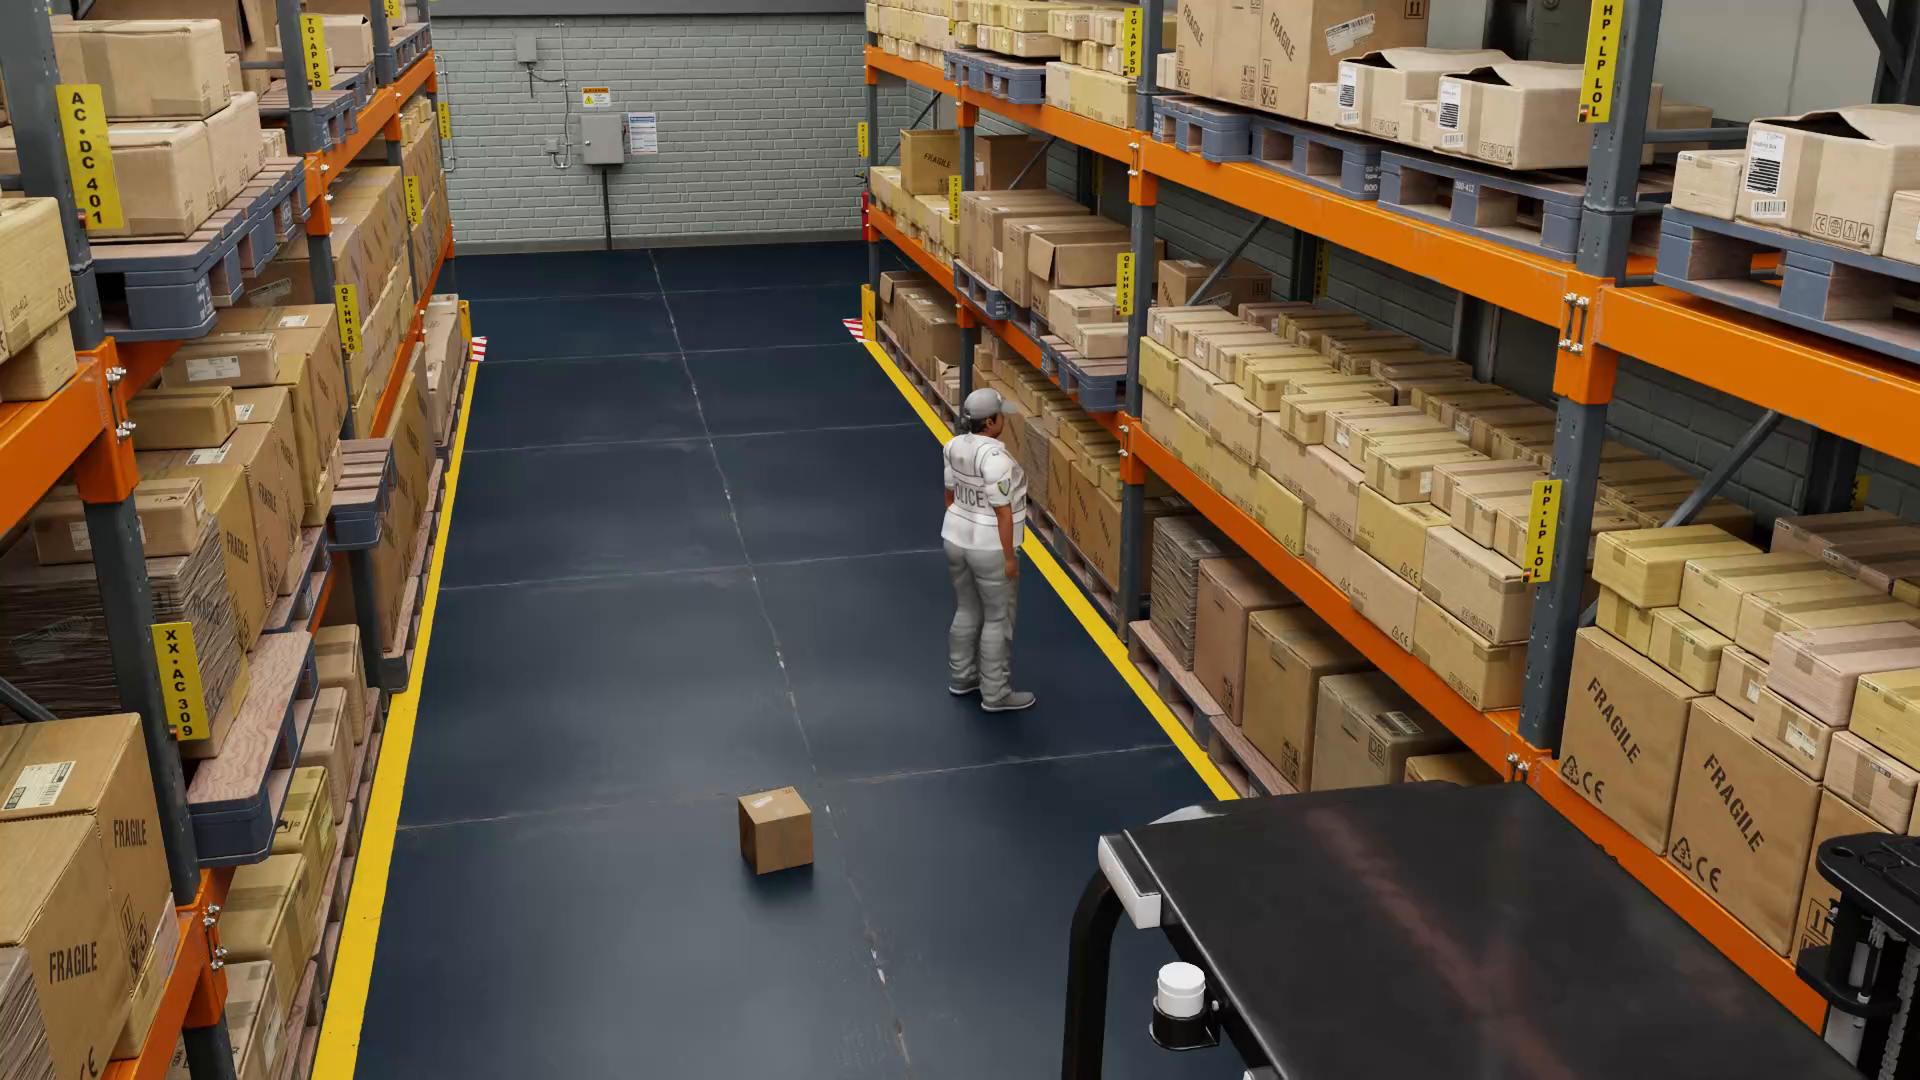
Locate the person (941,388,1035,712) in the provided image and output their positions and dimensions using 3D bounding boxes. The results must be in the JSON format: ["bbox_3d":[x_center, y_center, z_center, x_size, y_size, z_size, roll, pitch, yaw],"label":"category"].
[{"bbox_3d":[0.138,0.041,8.453,0.379,1.669,0.484,-14,24,-35],"label":"person"}]
